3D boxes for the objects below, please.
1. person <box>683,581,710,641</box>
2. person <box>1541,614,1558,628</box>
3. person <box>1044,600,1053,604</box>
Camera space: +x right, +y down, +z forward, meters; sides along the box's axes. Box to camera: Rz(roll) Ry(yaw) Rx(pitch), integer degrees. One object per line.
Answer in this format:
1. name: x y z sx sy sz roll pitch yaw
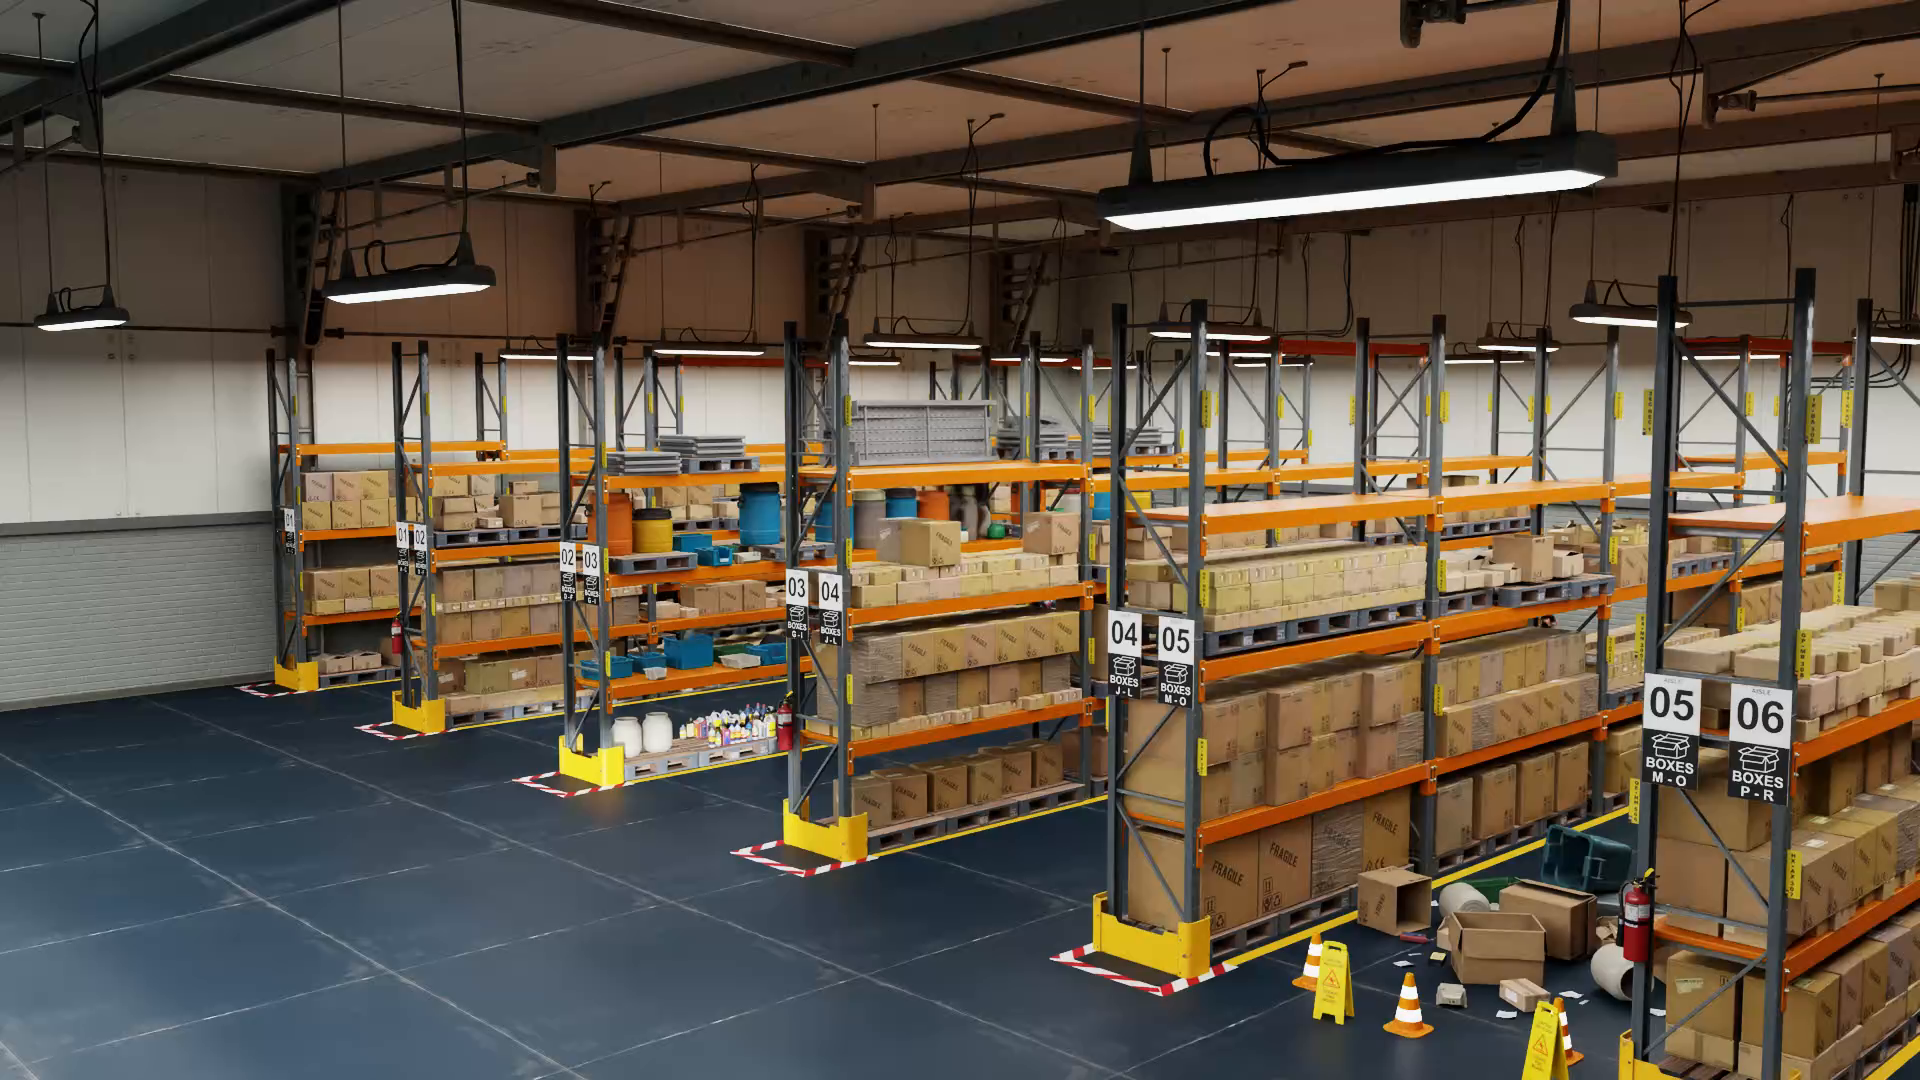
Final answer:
1. person: -4.923 1.590 31.611 0.737 1.663 0.592 -5 7 -44
2. person: 10.847 1.661 30.908 0.664 1.719 0.780 -2 5 -24
3. person: 1.779 1.610 31.271 0.650 1.727 0.707 -5 7 -44
